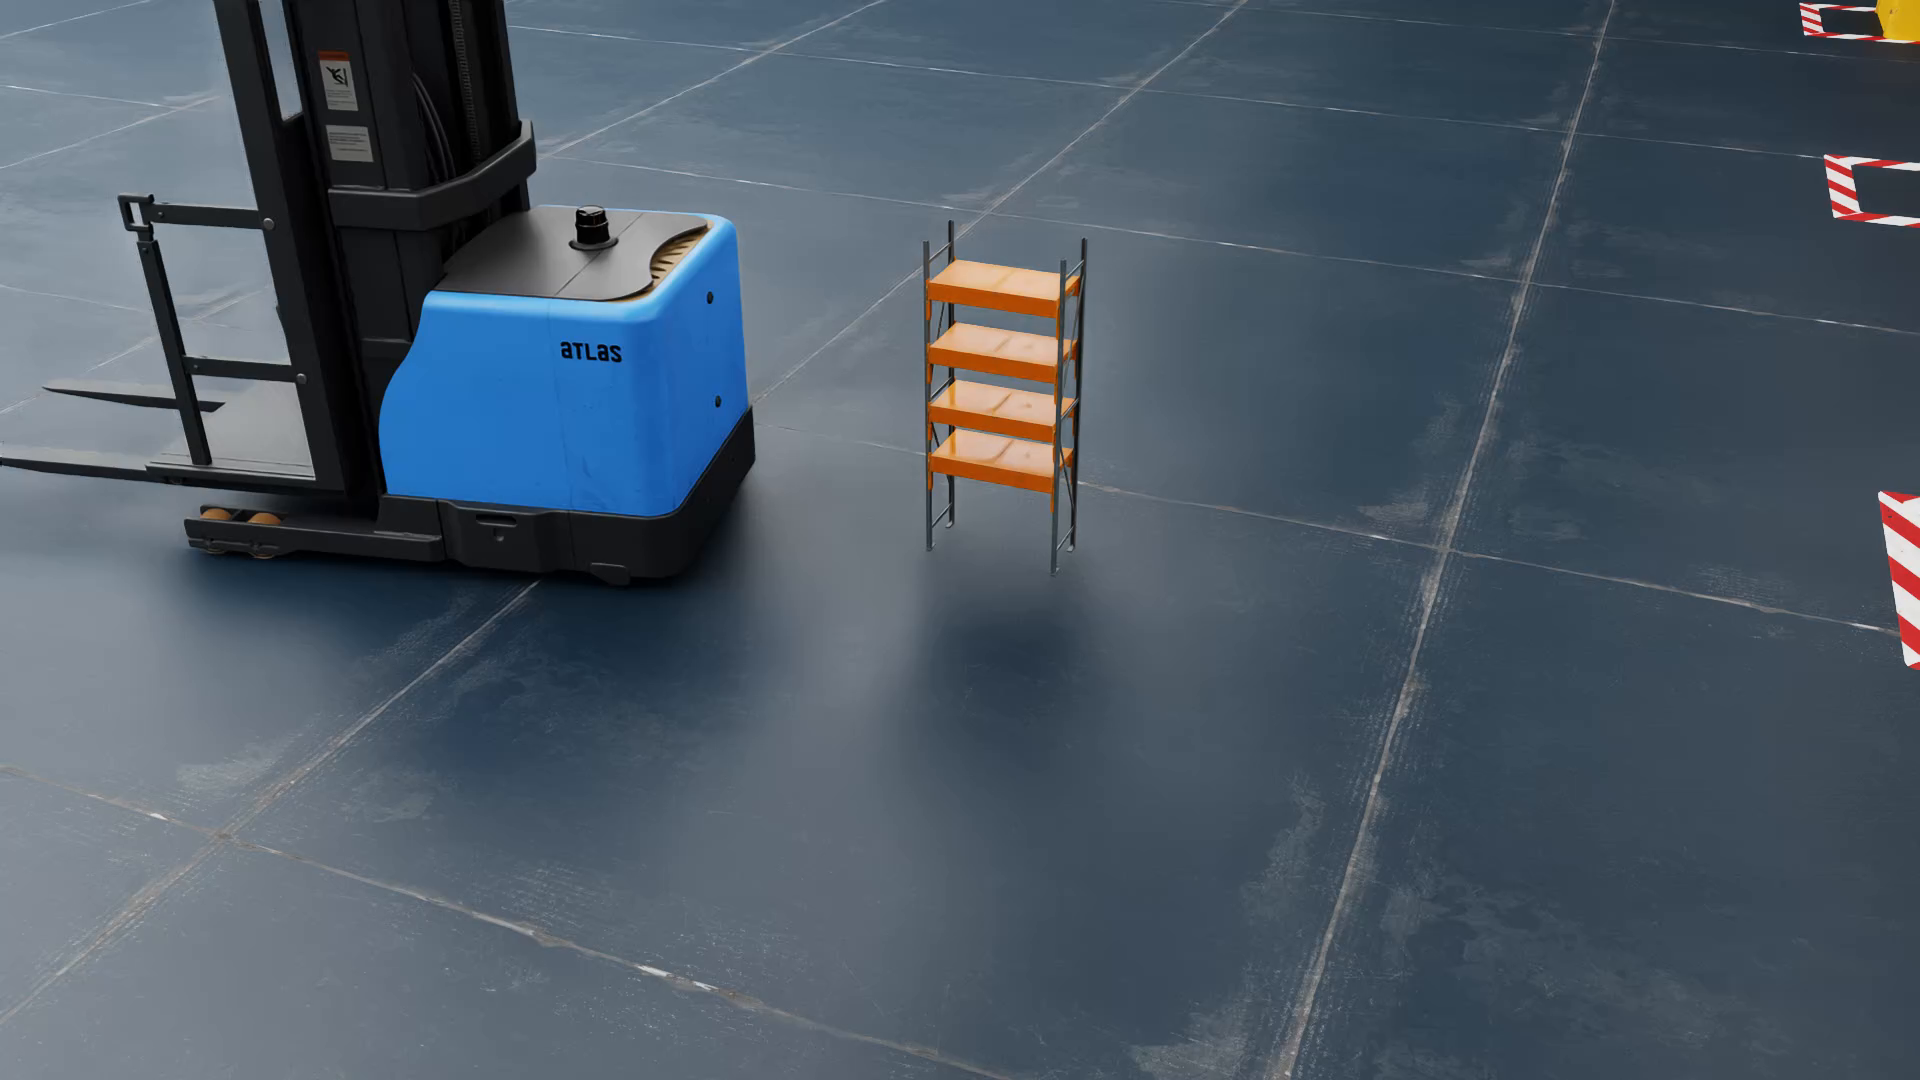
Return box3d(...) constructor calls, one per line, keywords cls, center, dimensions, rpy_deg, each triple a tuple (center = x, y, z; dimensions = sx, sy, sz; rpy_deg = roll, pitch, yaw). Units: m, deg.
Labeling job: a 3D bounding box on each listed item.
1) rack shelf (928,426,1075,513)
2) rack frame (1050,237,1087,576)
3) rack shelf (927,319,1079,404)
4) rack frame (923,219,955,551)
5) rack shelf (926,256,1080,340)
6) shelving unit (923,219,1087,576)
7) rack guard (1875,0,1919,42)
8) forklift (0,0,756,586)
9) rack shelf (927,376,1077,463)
box3d(cls="rack shelf", center=(0.153, -0.260, 6.031), dimensions=(0.480, 0.148, 0.258), rpy_deg=(11, 31, 19))
box3d(cls="rack frame", center=(0.380, -0.447, 5.821), dimensions=(0.015, 1.200, 0.240), rpy_deg=(11, 31, 19))
box3d(cls="rack shelf", center=(0.153, -0.628, 5.824), dimensions=(0.480, 0.148, 0.258), rpy_deg=(11, 31, 19))
box3d(cls="rack frame", center=(-0.073, -0.537, 5.980), dimensions=(0.015, 1.200, 0.240), rpy_deg=(11, 31, 19))
box3d(cls="rack shelf", center=(0.153, -0.834, 5.707), dimensions=(0.480, 0.148, 0.258), rpy_deg=(11, 31, 19))
box3d(cls="shelving unit", center=(0.153, -0.492, 5.901), dimensions=(0.503, 1.200, 0.258), rpy_deg=(11, 31, 19))
box3d(cls="rack guard", center=(7.821, -4.487, 13.680), dimensions=(0.348, 0.500, 1.175), rpy_deg=(11, 31, 19))
box3d(cls="forklift", center=(-2.386, -1.455, 5.845), dimensions=(3.031, 2.935, 1.130), rpy_deg=(5, 30, 9))
box3d(cls="rack shelf", center=(0.153, -0.433, 5.934), dimensions=(0.480, 0.148, 0.258), rpy_deg=(11, 31, 19))
